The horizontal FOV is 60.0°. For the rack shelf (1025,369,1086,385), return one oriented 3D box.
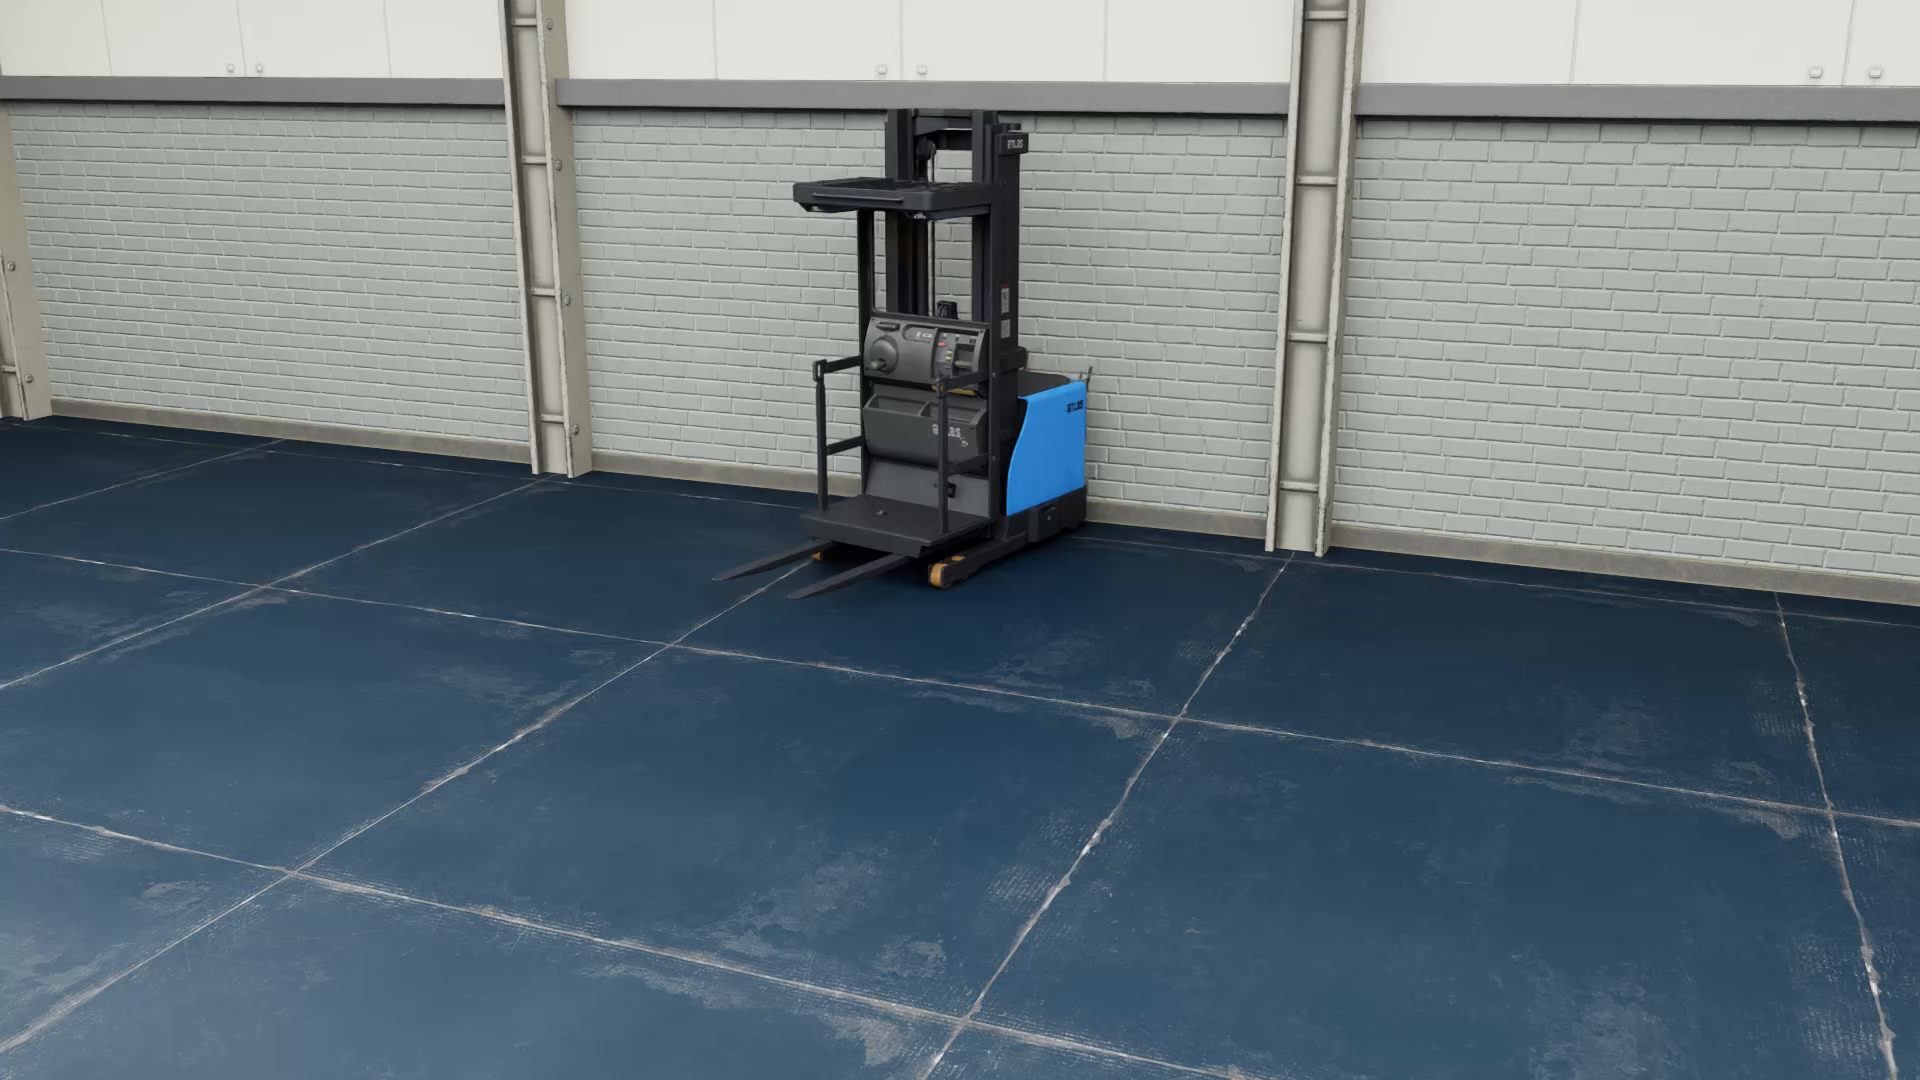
[{"bbox_3d":[0.634,-1.080,11.877,0.480,0.148,0.258,17,19,18],"label":"rack shelf"}]

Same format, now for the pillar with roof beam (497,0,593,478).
[{"bbox_3d":[-4.826,-3.767,8.508,0.400,9.000,9.100,6,17,21],"label":"pillar with roof beam"}]

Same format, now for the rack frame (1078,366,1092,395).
[{"bbox_3d":[0.788,-0.647,11.925,0.015,1.200,0.240,17,19,18],"label":"rack frame"}]

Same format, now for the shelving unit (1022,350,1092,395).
[{"bbox_3d":[0.566,-0.713,12.000,0.503,1.200,0.258,17,19,18],"label":"shelving unit"}]

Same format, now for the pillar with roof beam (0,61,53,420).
[{"bbox_3d":[-10.407,-4.381,10.622,0.400,9.000,9.100,6,17,21],"label":"pillar with roof beam"}]

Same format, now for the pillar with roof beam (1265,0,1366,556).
[{"bbox_3d":[0.756,-3.153,6.394,0.400,9.000,9.100,6,17,21],"label":"pillar with roof beam"}]

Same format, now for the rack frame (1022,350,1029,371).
[{"bbox_3d":[0.343,-0.780,12.075,0.015,1.200,0.240,17,19,18],"label":"rack frame"}]

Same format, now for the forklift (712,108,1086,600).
[{"bbox_3d":[-0.357,-1.248,10.715,1.130,2.935,3.031,11,20,34],"label":"forklift"}]
